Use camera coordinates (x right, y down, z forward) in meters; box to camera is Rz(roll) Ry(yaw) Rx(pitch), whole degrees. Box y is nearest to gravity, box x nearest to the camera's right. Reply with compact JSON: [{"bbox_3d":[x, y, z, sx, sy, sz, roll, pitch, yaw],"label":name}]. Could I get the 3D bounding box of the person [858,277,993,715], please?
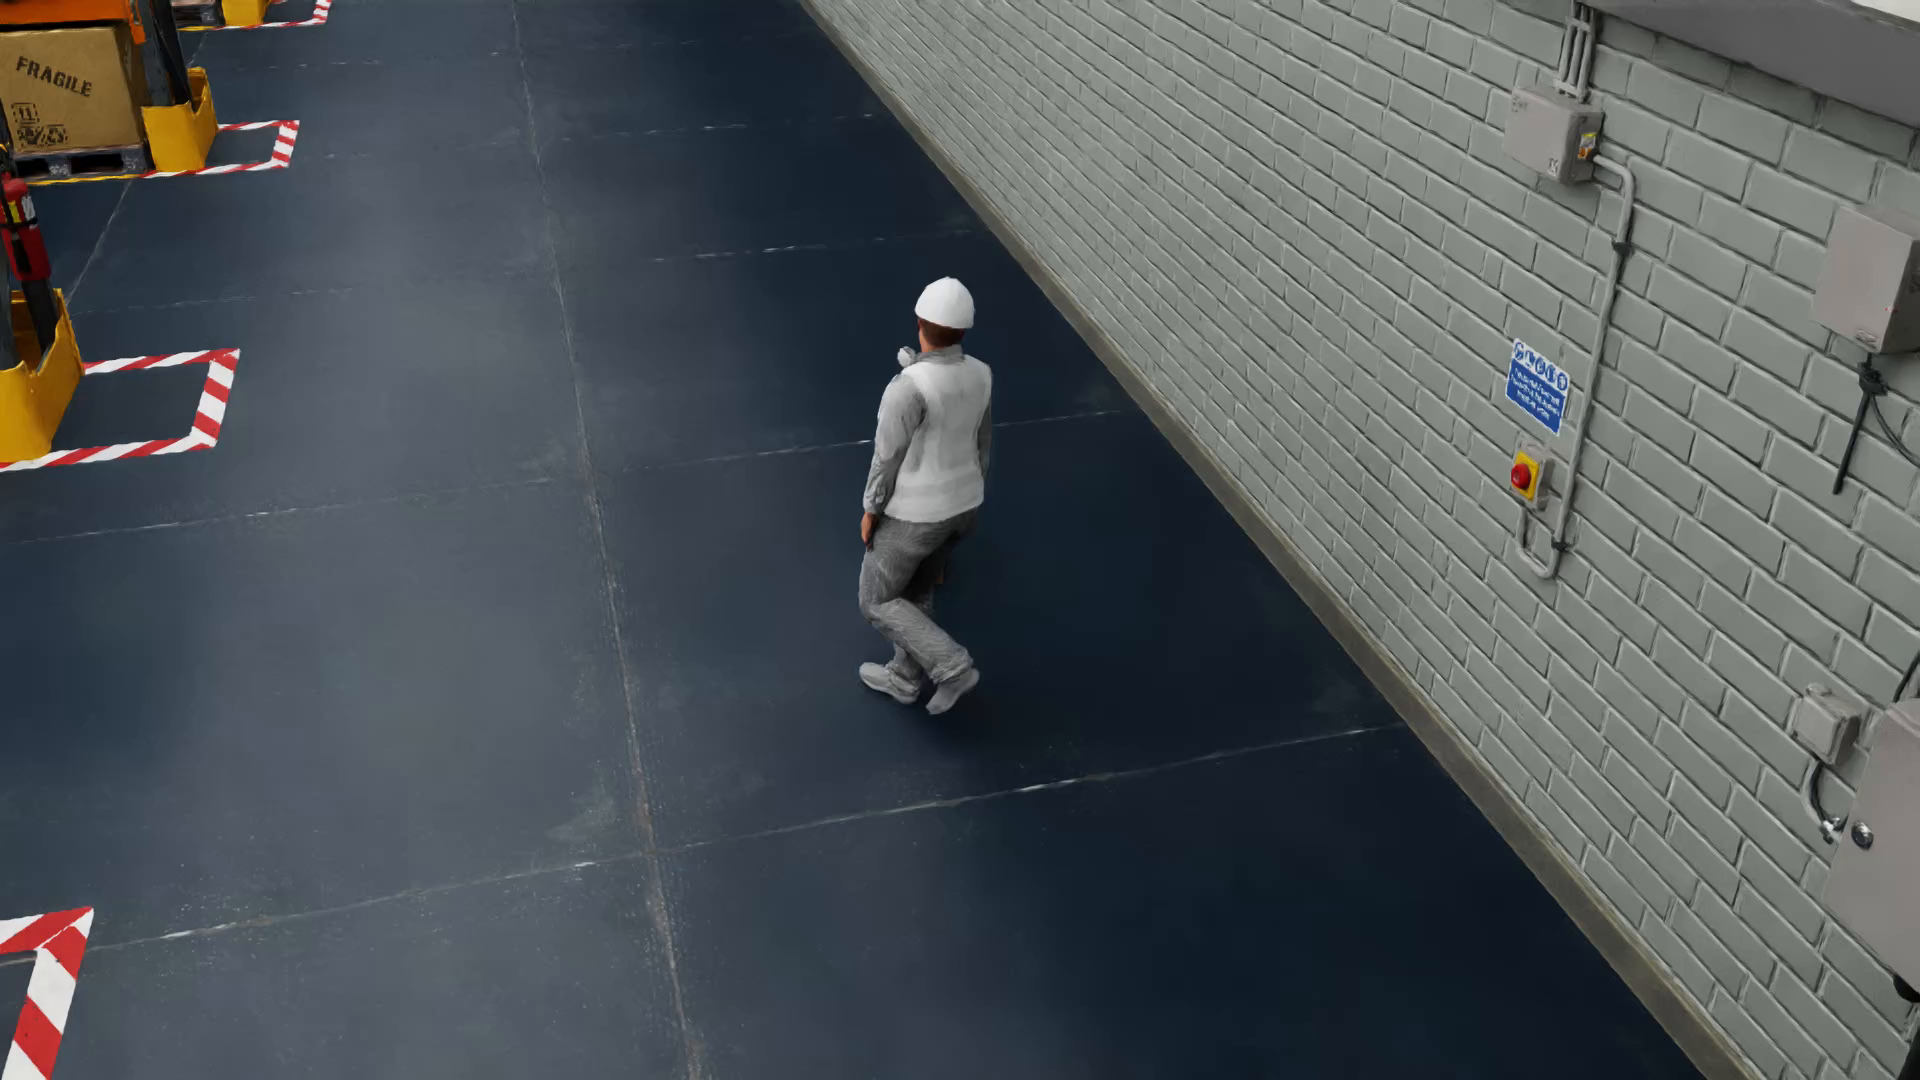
[{"bbox_3d":[-0.090,-0.124,6.346,0.661,1.749,0.585,23,37,34],"label":"person"}]
